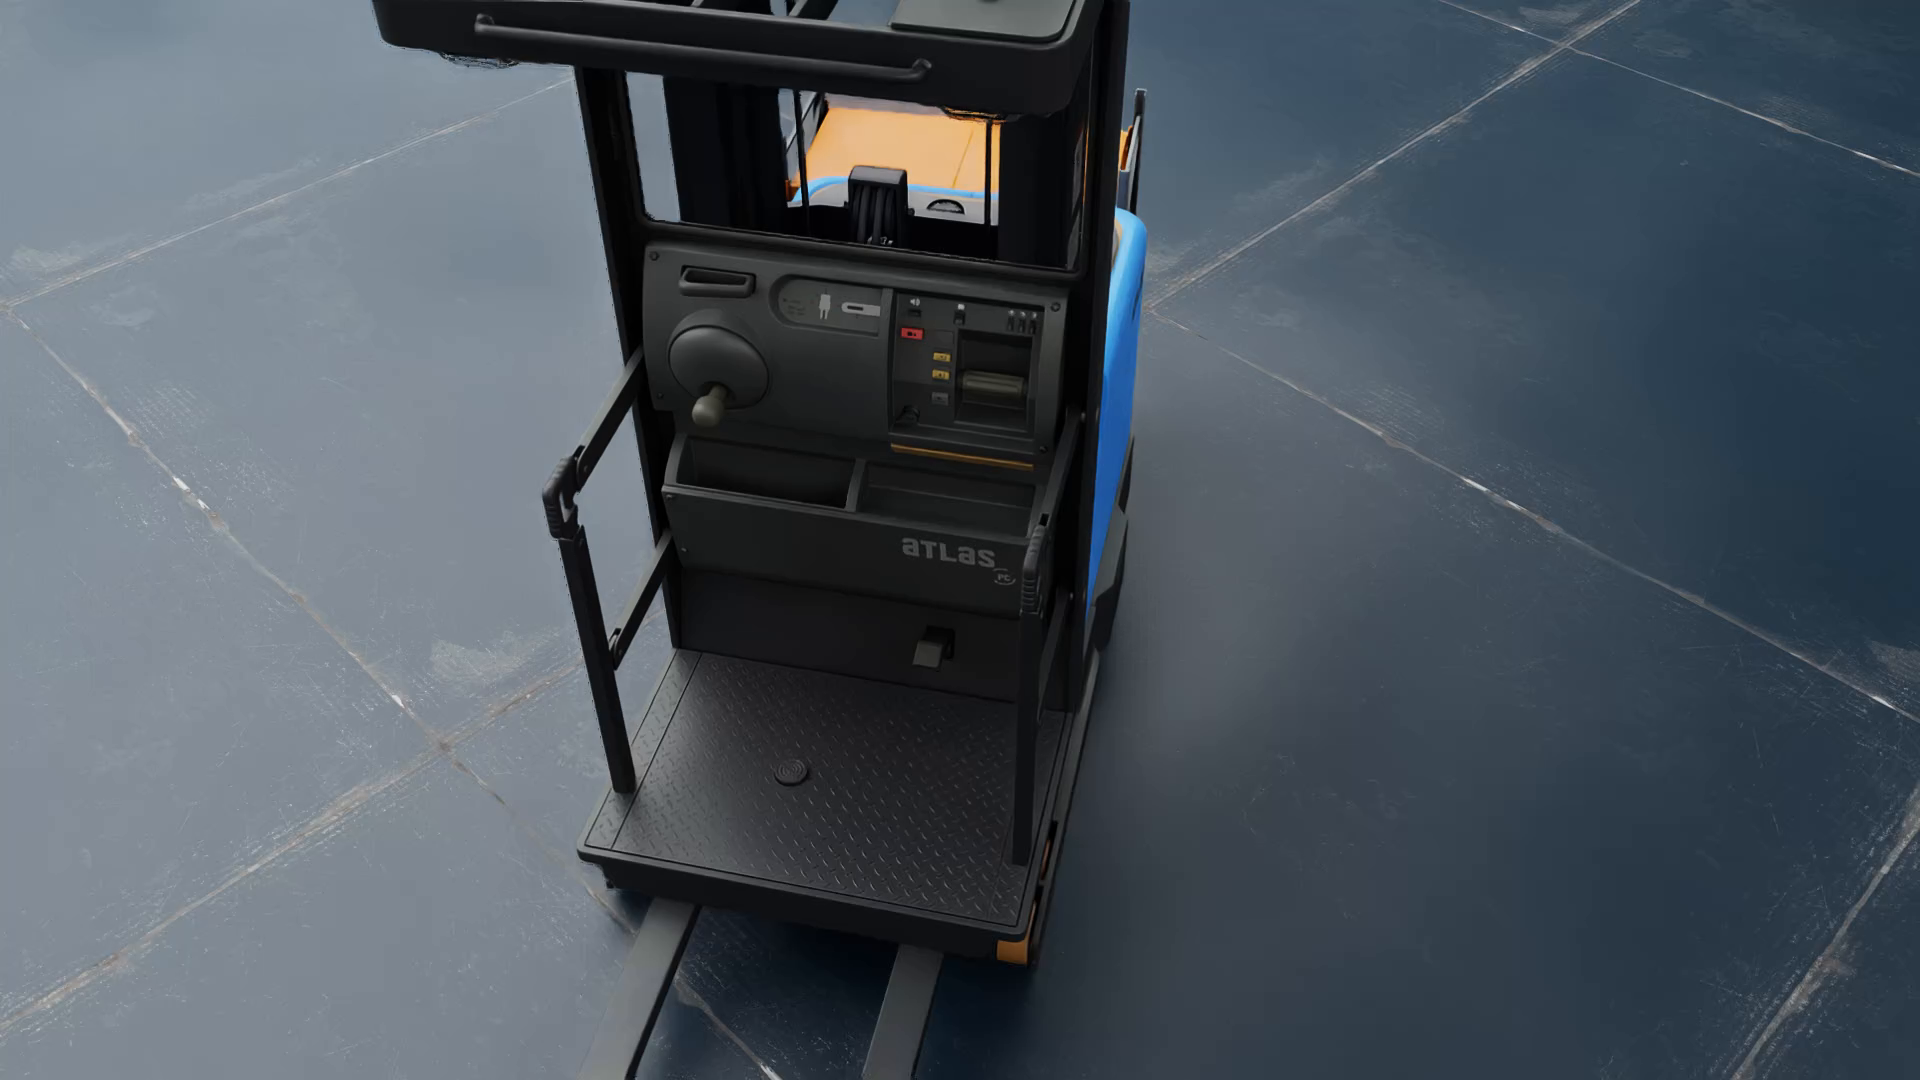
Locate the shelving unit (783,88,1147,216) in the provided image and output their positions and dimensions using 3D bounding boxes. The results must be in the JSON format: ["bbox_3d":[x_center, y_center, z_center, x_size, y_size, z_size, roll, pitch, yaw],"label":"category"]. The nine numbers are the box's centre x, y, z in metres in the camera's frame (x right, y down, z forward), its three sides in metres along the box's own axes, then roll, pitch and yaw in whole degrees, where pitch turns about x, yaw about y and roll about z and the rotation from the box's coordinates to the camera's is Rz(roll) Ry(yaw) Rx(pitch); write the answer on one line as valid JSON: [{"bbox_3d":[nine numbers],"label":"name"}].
[{"bbox_3d":[0.010,-0.863,5.355,1.048,1.125,0.538,7,43,8],"label":"shelving unit"}]

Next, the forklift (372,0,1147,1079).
[{"bbox_3d":[-0.281,-0.316,3.432,1.130,2.935,3.031,9,43,9],"label":"forklift"}]

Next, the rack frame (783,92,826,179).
[{"bbox_3d":[-0.489,-0.926,5.423,0.032,1.125,0.500,7,43,8],"label":"rack frame"}]

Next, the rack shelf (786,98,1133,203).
[{"bbox_3d":[0.010,-1.078,5.157,1.000,0.278,0.538,7,43,8],"label":"rack shelf"}]

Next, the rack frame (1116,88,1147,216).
[{"bbox_3d":[0.510,-0.800,5.287,0.032,1.125,0.500,7,43,8],"label":"rack frame"}]
